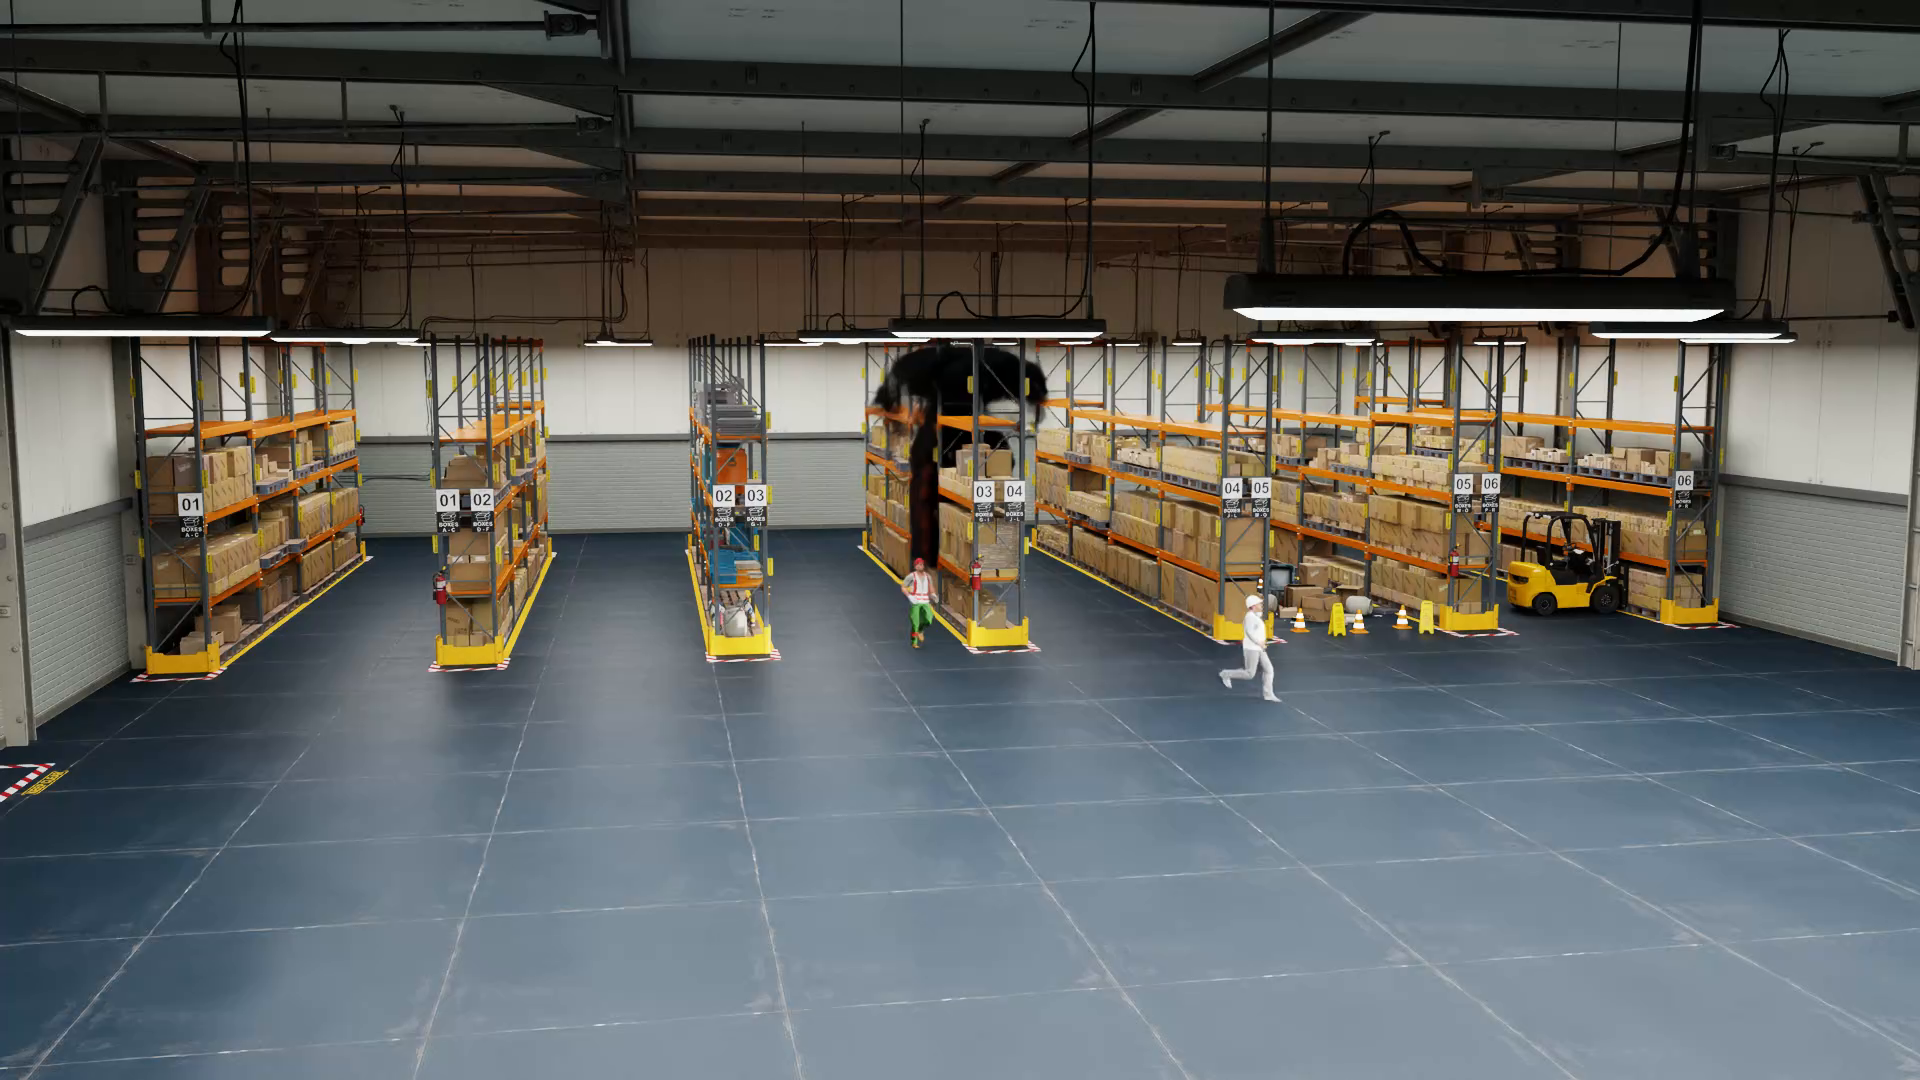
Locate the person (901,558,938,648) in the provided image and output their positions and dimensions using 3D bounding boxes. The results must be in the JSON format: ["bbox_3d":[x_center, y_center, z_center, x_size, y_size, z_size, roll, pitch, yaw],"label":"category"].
[{"bbox_3d":[-0.766,1.215,31.991,0.711,1.730,0.541,-3,7,-23],"label":"person"}]

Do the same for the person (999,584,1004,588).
[{"bbox_3d":[0.933,0.253,40.314,0.688,1.770,0.840,0,7,-2],"label":"person"}]

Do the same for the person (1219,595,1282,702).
[{"bbox_3d":[4.766,1.777,27.155,1.010,1.761,0.637,3,7,22],"label":"person"}]
